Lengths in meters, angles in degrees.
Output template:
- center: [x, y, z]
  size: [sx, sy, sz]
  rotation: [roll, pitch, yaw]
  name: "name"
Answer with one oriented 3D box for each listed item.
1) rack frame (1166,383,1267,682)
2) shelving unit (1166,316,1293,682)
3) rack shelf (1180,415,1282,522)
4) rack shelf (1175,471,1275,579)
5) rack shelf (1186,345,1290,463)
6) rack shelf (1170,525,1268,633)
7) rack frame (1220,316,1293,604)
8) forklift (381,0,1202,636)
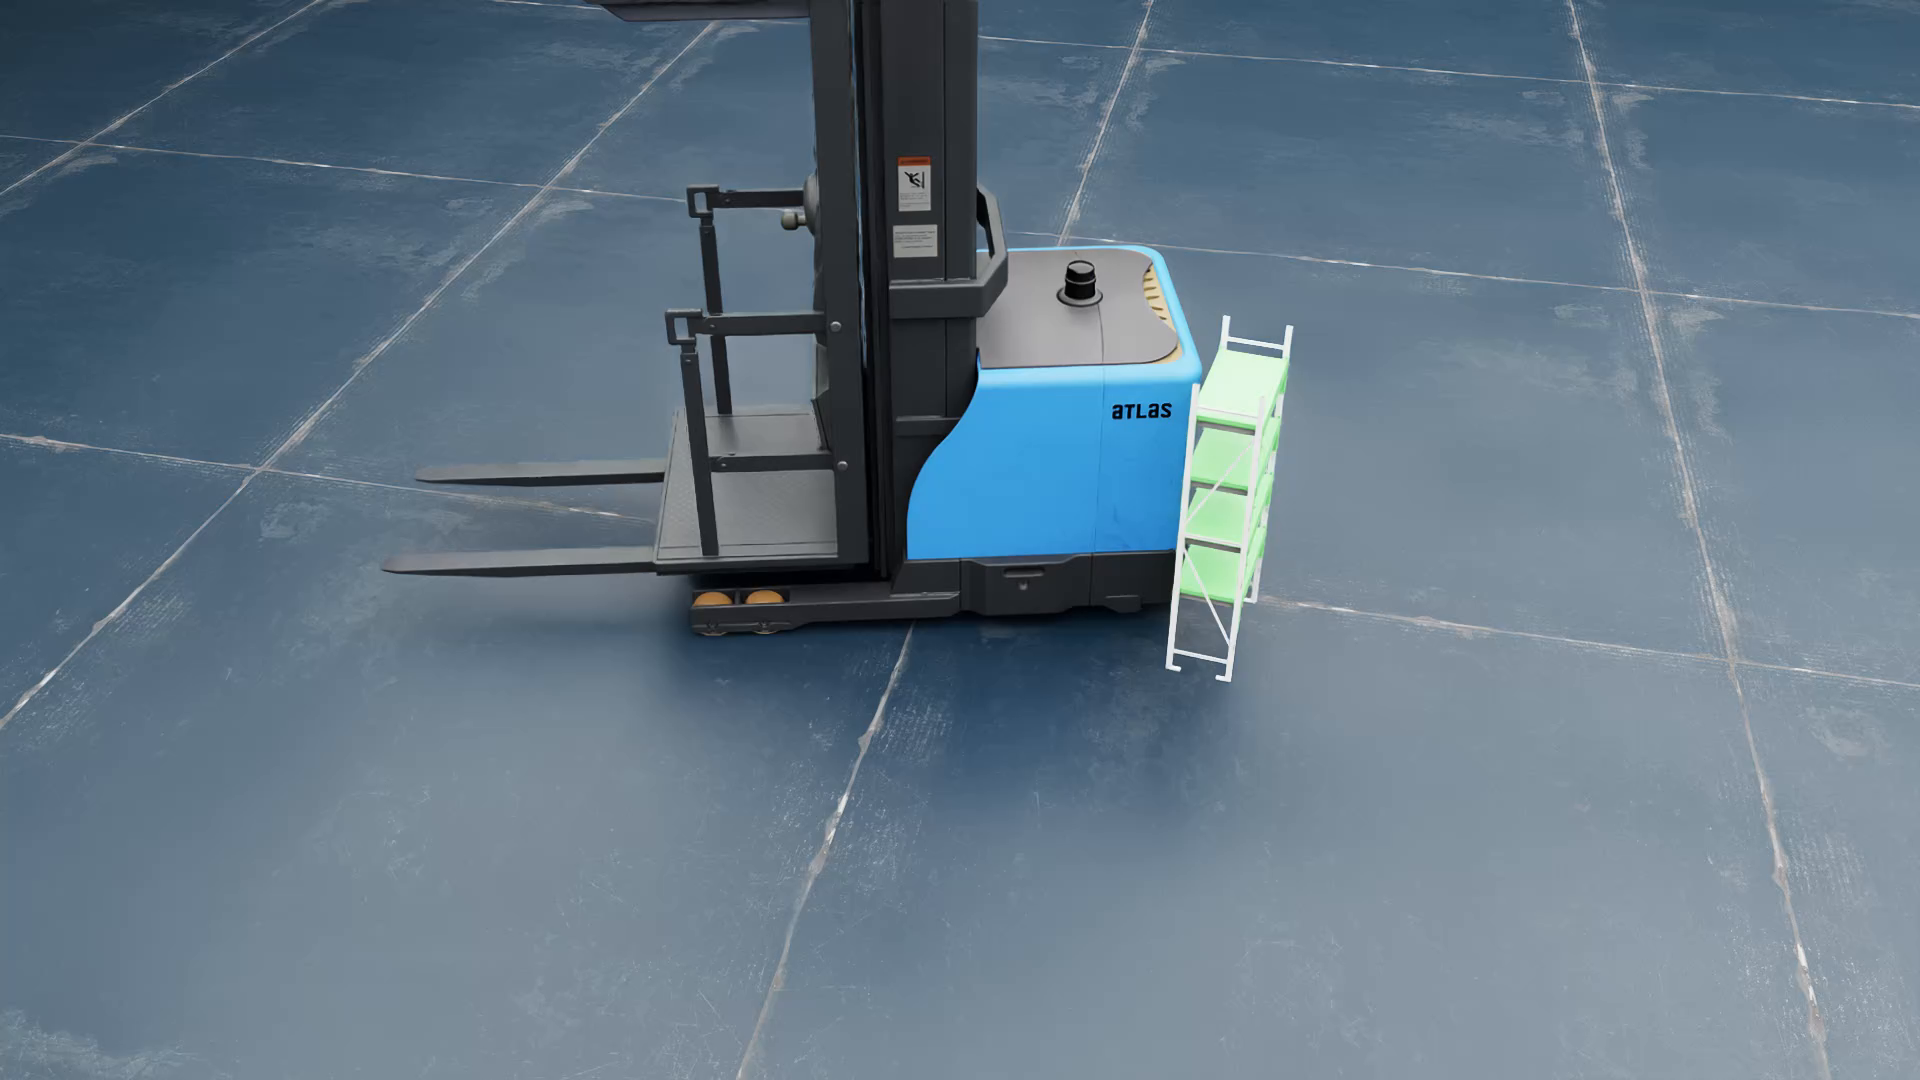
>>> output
- center: [0.870, 0.003, 5.724]
  size: [0.240, 1.200, 0.015]
  rotation: [11, 37, 15]
  name: "rack frame"
- center: [0.950, -0.132, 5.910]
  size: [0.258, 1.200, 0.503]
  rotation: [11, 37, 15]
  name: "shelving unit"
- center: [0.950, -0.275, 5.807]
  size: [0.258, 0.148, 0.480]
  rotation: [11, 37, 15]
  name: "rack shelf"
- center: [0.950, -0.081, 5.948]
  size: [0.258, 0.148, 0.480]
  rotation: [11, 37, 15]
  name: "rack shelf"
- center: [0.950, -0.469, 5.666]
  size: [0.258, 0.148, 0.480]
  rotation: [11, 37, 15]
  name: "rack shelf"
- center: [0.950, 0.114, 6.089]
  size: [0.258, 0.148, 0.480]
  rotation: [11, 37, 15]
  name: "rack shelf"
- center: [1.030, -0.268, 6.097]
  size: [0.240, 1.200, 0.015]
  rotation: [11, 37, 15]
  name: "rack frame"
- center: [-0.676, -1.146, 5.833]
  size: [3.031, 2.935, 1.130]
  rotation: [-2, 36, -3]
  name: "forklift"
